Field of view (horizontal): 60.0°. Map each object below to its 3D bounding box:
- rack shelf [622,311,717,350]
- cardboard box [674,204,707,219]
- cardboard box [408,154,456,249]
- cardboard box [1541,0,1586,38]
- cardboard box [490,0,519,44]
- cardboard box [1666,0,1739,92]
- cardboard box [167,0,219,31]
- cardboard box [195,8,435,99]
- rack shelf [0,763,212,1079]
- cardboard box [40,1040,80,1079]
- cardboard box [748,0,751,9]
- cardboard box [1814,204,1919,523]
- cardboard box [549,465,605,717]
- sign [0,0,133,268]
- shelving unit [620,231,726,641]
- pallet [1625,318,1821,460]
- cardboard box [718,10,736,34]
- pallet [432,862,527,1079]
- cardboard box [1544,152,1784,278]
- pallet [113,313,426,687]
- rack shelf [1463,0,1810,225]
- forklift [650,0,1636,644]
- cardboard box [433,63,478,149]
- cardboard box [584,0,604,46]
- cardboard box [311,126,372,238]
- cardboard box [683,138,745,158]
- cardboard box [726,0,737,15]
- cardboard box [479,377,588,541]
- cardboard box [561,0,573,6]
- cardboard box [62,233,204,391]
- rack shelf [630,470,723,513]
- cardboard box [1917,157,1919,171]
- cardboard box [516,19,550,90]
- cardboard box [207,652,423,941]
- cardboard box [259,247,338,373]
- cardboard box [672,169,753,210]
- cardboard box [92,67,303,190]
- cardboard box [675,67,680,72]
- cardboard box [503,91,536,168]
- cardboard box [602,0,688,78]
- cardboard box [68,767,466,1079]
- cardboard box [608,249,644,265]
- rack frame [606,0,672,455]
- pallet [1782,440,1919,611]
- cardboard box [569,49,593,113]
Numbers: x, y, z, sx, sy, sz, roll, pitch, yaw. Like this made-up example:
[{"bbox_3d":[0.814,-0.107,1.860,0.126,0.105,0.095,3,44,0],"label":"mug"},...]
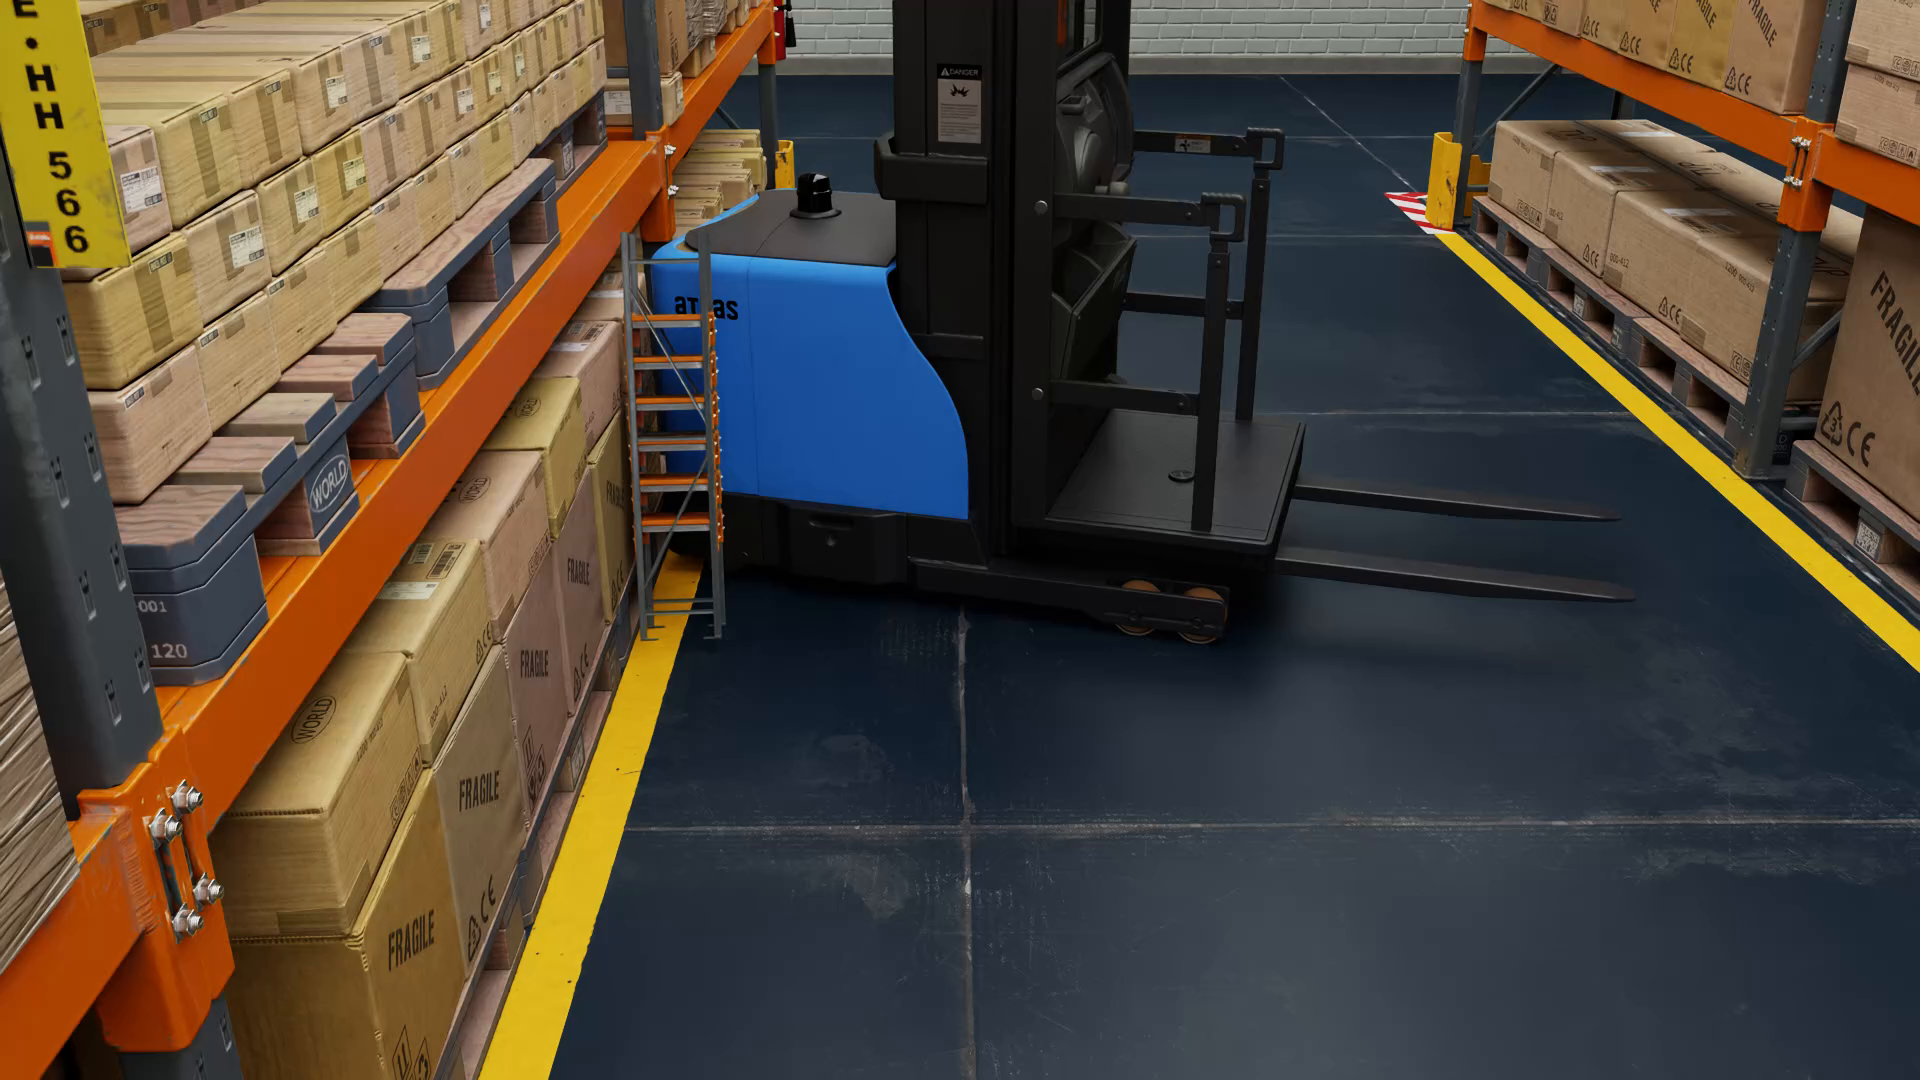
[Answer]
[{"bbox_3d":[-0.856,-0.620,4.915,0.258,0.103,0.180,-2,9,-4],"label":"rack shelf"},{"bbox_3d":[-1.332,-1.397,7.427,0.380,0.149,0.250,-1,24,-3],"label":"cardboard box"},{"bbox_3d":[-1.284,-0.709,3.472,0.380,0.149,0.250,0,24,0],"label":"cardboard box"},{"bbox_3d":[3.136,-2.689,7.934,0.500,0.500,0.500,0,24,-1],"label":"cardboard box"},{"bbox_3d":[-1.301,-1.305,4.069,0.380,0.149,0.250,-1,24,-2],"label":"cardboard box"},{"bbox_3d":[3.169,-2.060,6.543,0.500,0.500,0.500,-1,24,-2],"label":"cardboard box"},{"bbox_3d":[-1.948,-1.199,3.834,0.380,0.149,0.250,1,24,1],"label":"cardboard box"},{"bbox_3d":[-1.291,-0.981,3.352,0.380,0.149,0.250,0,24,1],"label":"cardboard box"},{"bbox_3d":[-1.442,1.252,0.215,1.077,0.370,4.000,0,24,-1],"label":"rack shelf"},{"bbox_3d":[-1.733,0.778,2.915,0.500,0.500,0.500,0,24,-1],"label":"cardboard box"},{"bbox_3d":[-1.300,-2.846,8.708,0.380,0.149,0.250,0,24,-1],"label":"cardboard box"},{"bbox_3d":[3.528,-0.580,5.462,0.875,0.875,0.875,0,24,1],"label":"cardboard box"},{"bbox_3d":[-1.241,0.126,4.355,0.500,0.500,0.500,-1,24,-2],"label":"cardboard box"},{"bbox_3d":[-0.909,-0.431,1.659,0.100,0.325,0.005,0,24,-1],"label":"sign"},{"bbox_3d":[-0.851,-0.309,4.965,0.258,1.200,0.189,-2,9,-4],"label":"shelving unit"},{"bbox_3d":[3.511,-0.655,6.943,1.003,0.211,1.213,0,24,-1],"label":"pallet"},{"bbox_3d":[-1.283,-2.529,8.007,0.380,0.149,0.250,-1,24,-3],"label":"cardboard box"},{"bbox_3d":[-1.471,1.048,3.176,1.003,0.211,1.213,0,24,-1],"label":"pallet"},{"bbox_3d":[3.523,-1.636,8.326,0.875,0.438,0.875,0,24,1],"label":"cardboard box"},{"bbox_3d":[-1.578,-0.106,2.577,1.213,0.211,1.003,0,24,-1],"label":"pallet"},{"bbox_3d":[3.419,-2.109,7.645,1.077,0.370,4.000,0,24,-1],"label":"rack shelf"},{"bbox_3d":[0.600,-1.264,4.988,3.031,2.935,1.130,7,25,15],"label":"forklift"},{"bbox_3d":[-1.291,-0.954,3.654,0.380,0.149,0.250,1,24,1],"label":"cardboard box"},{"bbox_3d":[-1.306,-1.598,5.077,0.380,0.149,0.250,0,24,1],"label":"cardboard box"},{"bbox_3d":[-1.283,-0.638,2.955,0.380,0.149,0.250,0,24,0],"label":"cardboard box"},{"bbox_3d":[-1.347,-2.039,8.847,0.380,0.149,0.250,0,24,0],"label":"cardboard box"},{"bbox_3d":[-1.278,-2.567,7.303,0.500,0.500,0.500,1,24,2],"label":"cardboard box"},{"bbox_3d":[-1.235,-0.207,4.181,0.500,0.250,0.500,-1,24,-3],"label":"cardboard box"},{"bbox_3d":[-1.304,-1.621,4.767,0.380,0.149,0.250,-1,24,-2],"label":"cardboard box"},{"bbox_3d":[-1.269,-0.312,2.235,0.380,0.149,0.250,1,24,2],"label":"cardboard box"},{"bbox_3d":[-0.848,-0.146,4.991,0.258,0.103,0.180,-2,9,-4],"label":"rack shelf"},{"bbox_3d":[3.189,-1.148,4.831,0.500,0.250,0.500,-1,24,-2],"label":"cardboard box"},{"bbox_3d":[-1.295,-1.274,4.361,0.380,0.149,0.250,-1,24,-2],"label":"cardboard box"},{"bbox_3d":[-1.230,0.421,2.794,0.500,0.250,0.500,-1,24,-3],"label":"cardboard box"},{"bbox_3d":[-1.273,-0.384,2.754,0.380,0.149,0.250,1,24,2],"label":"cardboard box"},{"bbox_3d":[-1.219,-1.716,8.131,0.380,0.149,0.250,1,24,1],"label":"cardboard box"},{"bbox_3d":[-1.279,-0.651,2.623,0.380,0.149,0.250,0,24,-1],"label":"cardboard box"},{"bbox_3d":[-1.313,-1.880,6.571,0.380,0.149,0.250,-1,24,-3],"label":"cardboard box"},{"bbox_3d":[-1.290,-1.035,4.193,0.380,0.149,0.250,-1,24,-3],"label":"cardboard box"},{"bbox_3d":[-1.261,-1.935,5.905,0.500,0.500,0.500,-1,24,-2],"label":"cardboard box"},{"bbox_3d":[-1.217,0.755,2.965,0.500,0.500,0.500,-1,24,-3],"label":"cardboard box"},{"bbox_3d":[-1.300,-1.072,6.709,0.380,0.149,0.250,-1,24,-1],"label":"cardboard box"},{"bbox_3d":[-1.508,-1.548,5.533,1.000,3.000,0.127,0,24,-1],"label":"rack frame"},{"bbox_3d":[3.525,-0.024,5.547,1.003,0.211,1.213,0,24,-1],"label":"pallet"},{"bbox_3d":[-1.302,-1.355,4.902,0.380,0.149,0.250,0,24,0],"label":"cardboard box"}]
